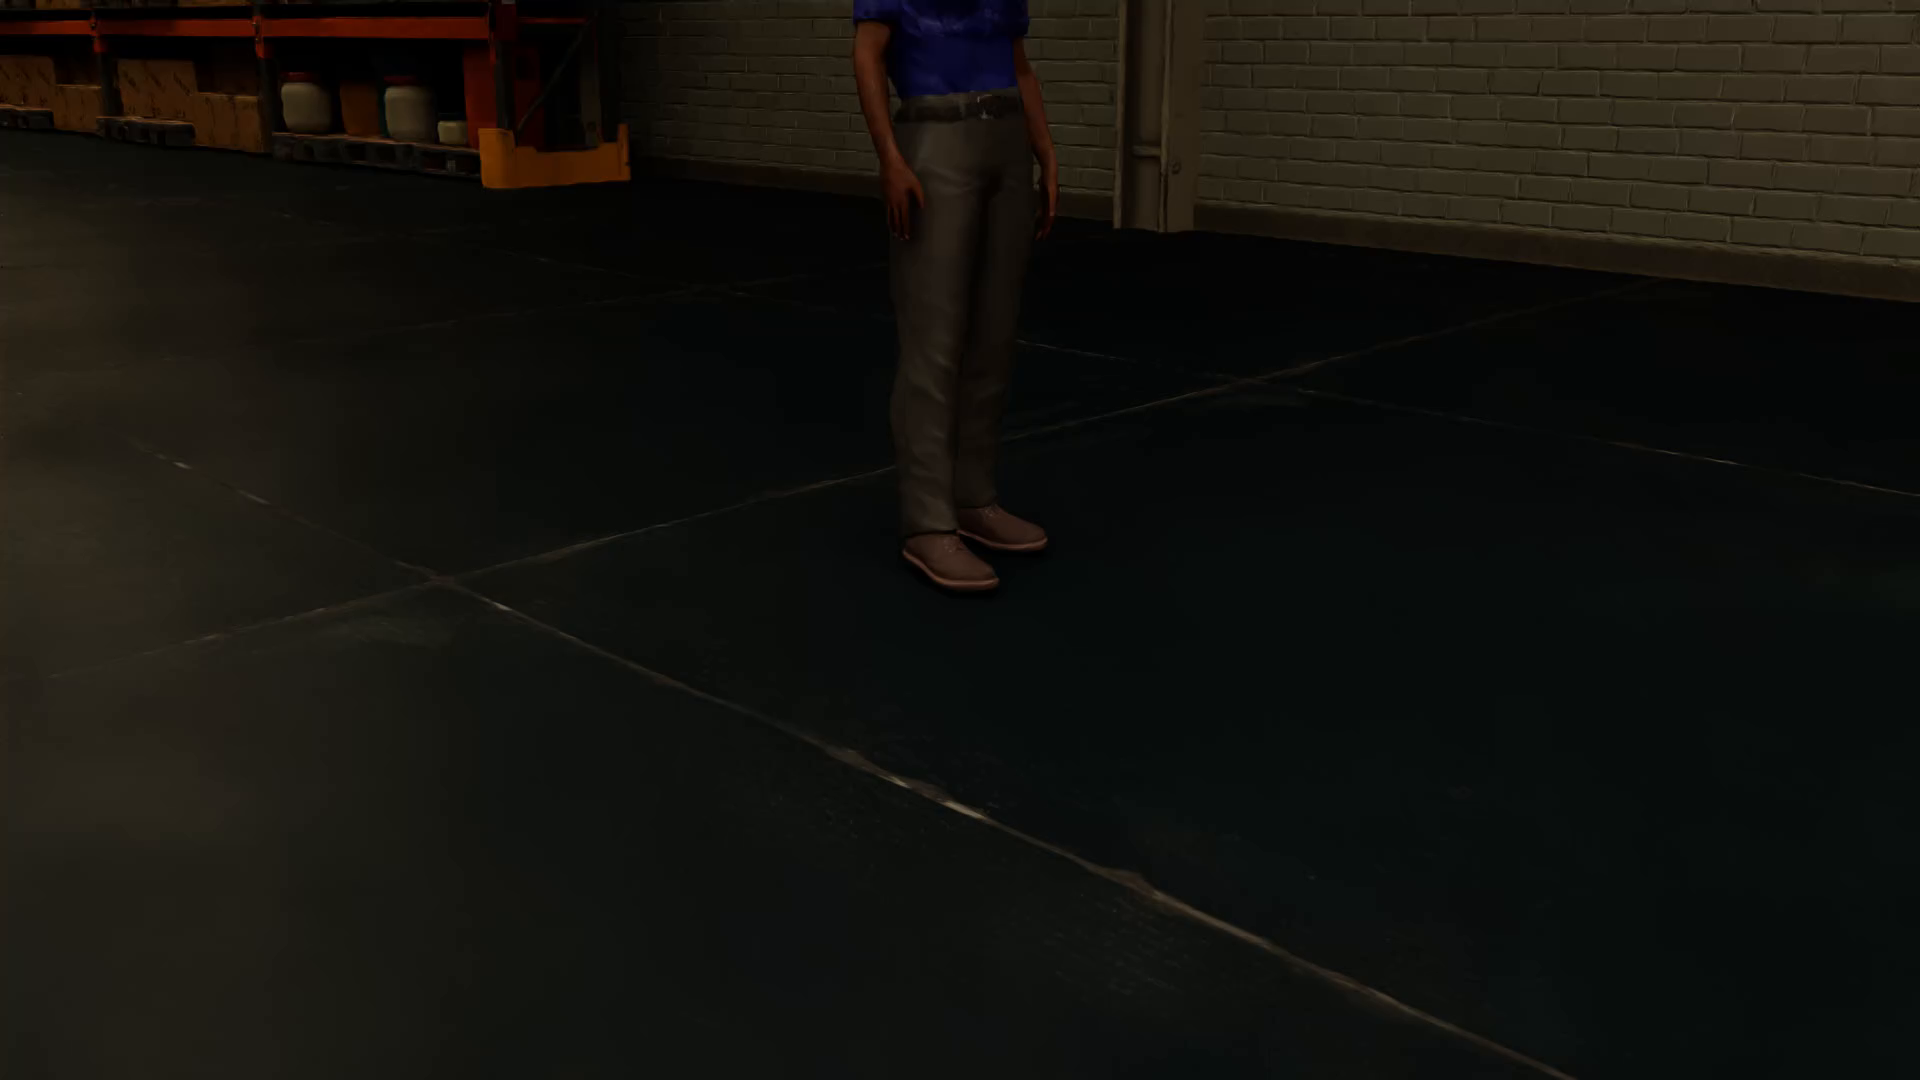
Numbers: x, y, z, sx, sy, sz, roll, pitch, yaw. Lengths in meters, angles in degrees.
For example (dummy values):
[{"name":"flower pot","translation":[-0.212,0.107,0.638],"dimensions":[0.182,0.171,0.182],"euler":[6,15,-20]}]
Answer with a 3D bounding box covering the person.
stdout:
[{"name":"person","translation":[0.049,-0.775,3.577],"dimensions":[0.503,1.654,0.570],"euler":[16,23,42]}]
